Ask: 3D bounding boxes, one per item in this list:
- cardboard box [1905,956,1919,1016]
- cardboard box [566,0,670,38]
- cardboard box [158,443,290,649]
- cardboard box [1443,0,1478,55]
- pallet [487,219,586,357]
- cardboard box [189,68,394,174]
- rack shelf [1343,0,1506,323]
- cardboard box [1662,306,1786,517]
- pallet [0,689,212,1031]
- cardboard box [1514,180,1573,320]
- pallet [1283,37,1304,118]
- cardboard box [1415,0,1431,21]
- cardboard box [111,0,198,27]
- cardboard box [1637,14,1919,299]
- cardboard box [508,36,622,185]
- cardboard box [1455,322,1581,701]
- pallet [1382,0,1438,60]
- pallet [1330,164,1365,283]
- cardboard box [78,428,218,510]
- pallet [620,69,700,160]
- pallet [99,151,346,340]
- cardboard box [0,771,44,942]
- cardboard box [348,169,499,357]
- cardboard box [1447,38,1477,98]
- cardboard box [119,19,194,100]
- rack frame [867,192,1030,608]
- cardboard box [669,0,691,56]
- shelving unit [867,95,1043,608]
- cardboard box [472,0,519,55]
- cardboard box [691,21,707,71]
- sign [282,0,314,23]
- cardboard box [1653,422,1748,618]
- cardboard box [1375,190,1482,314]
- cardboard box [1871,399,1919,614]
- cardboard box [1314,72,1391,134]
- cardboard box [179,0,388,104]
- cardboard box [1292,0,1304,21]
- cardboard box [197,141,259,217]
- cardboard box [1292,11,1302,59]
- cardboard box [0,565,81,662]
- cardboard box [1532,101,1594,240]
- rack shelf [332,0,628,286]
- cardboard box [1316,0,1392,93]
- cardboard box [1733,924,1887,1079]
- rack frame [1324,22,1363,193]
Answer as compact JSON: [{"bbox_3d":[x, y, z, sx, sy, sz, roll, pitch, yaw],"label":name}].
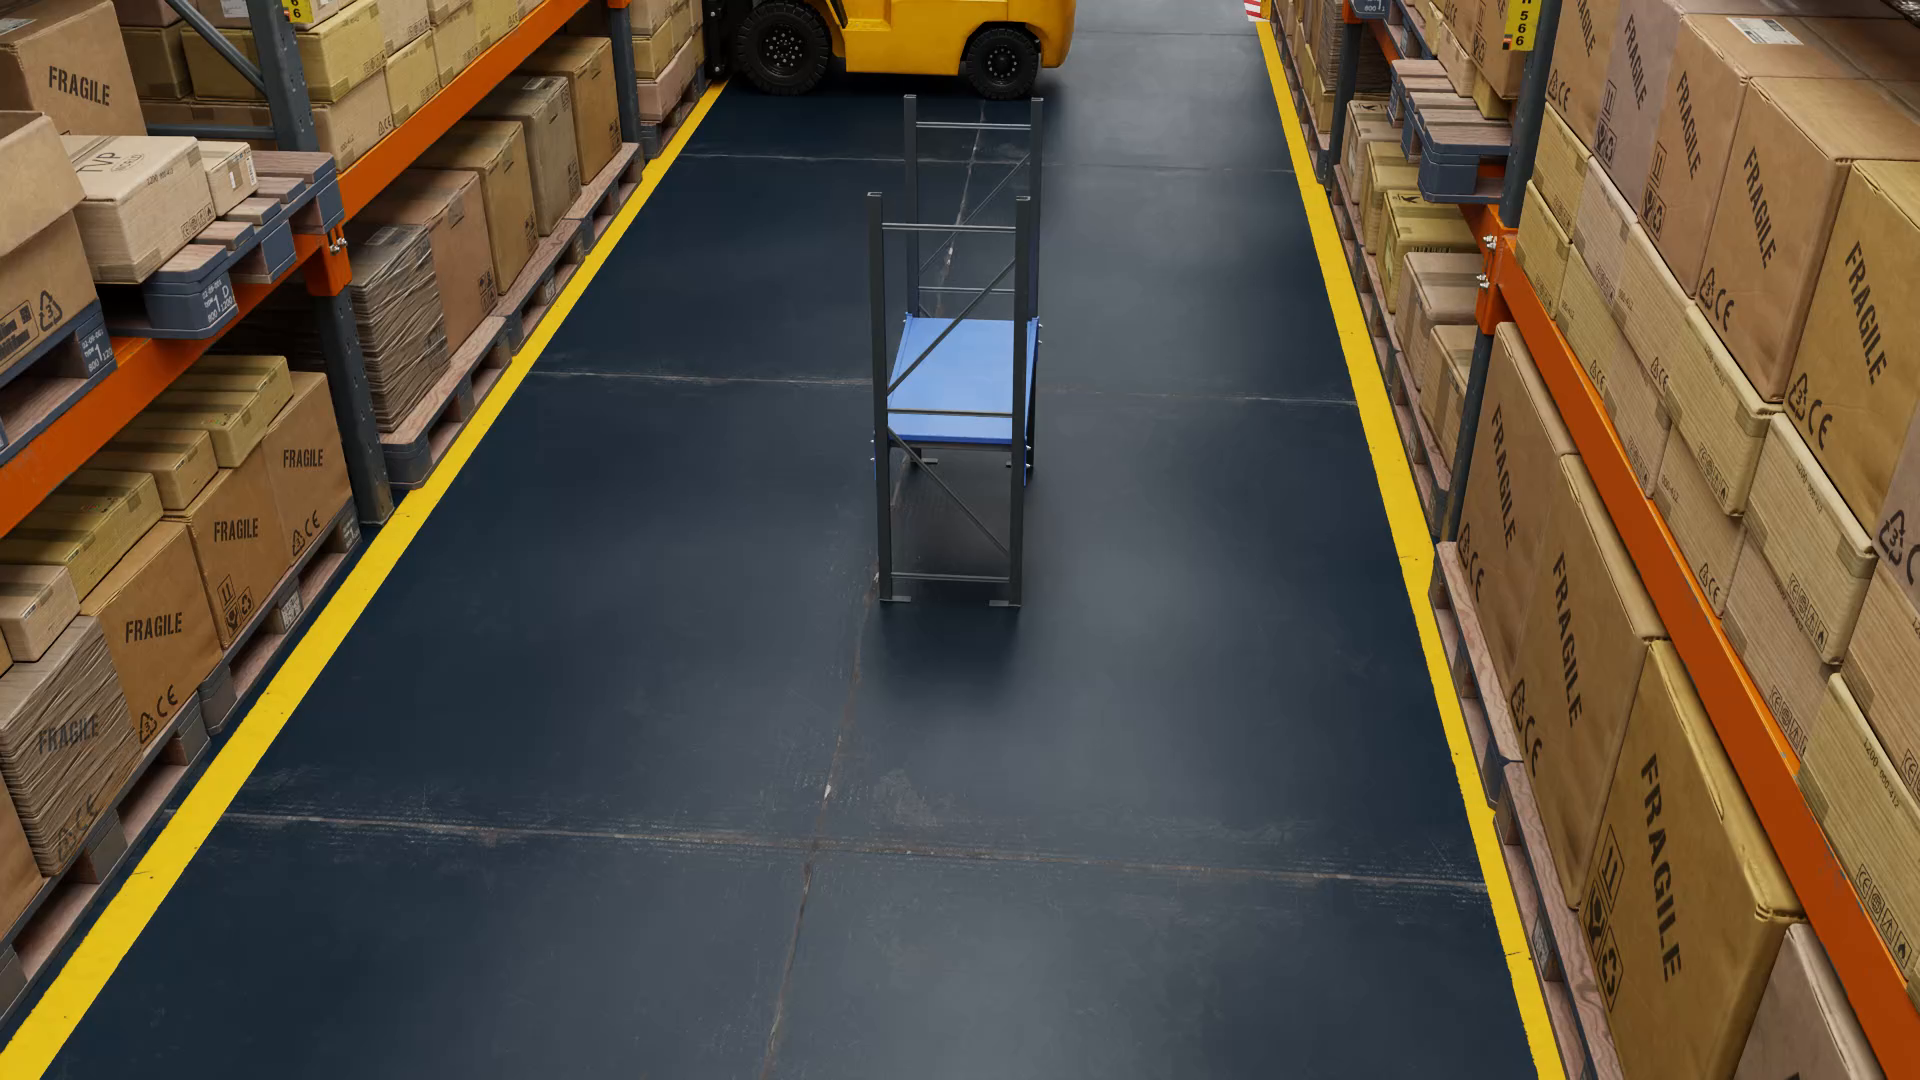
[{"bbox_3d":[1.720,0.742,2.331,0.500,0.250,0.500,2,32,3],"label":"cardboard box"},{"bbox_3d":[-2.010,-3.144,9.760,0.500,0.250,0.500,2,32,3],"label":"cardboard box"},{"bbox_3d":[-2.559,-0.002,5.376,0.500,0.500,0.500,2,32,3],"label":"cardboard box"},{"bbox_3d":[2.051,-2.037,5.917,0.500,0.500,0.500,2,32,3],"label":"cardboard box"},{"bbox_3d":[-2.480,-1.257,8.088,1.003,0.211,1.213,2,32,4],"label":"pallet"},{"bbox_3d":[-2.408,-1.536,6.027,0.500,0.250,0.500,3,32,4],"label":"cardboard box"},{"bbox_3d":[2.423,-1.908,7.173,1.077,0.370,4.000,2,32,4],"label":"rack shelf"},{"bbox_3d":[1.822,-0.268,3.493,0.500,0.250,0.500,3,32,5],"label":"cardboard box"},{"bbox_3d":[-2.888,0.833,4.696,1.003,0.211,1.213,2,32,4],"label":"pallet"},{"bbox_3d":[1.969,-0.860,4.929,0.500,0.250,0.500,2,32,3],"label":"cardboard box"},{"bbox_3d":[2.702,-3.065,11.023,1.003,0.211,1.213,2,32,4],"label":"pallet"},{"bbox_3d":[2.099,-2.235,6.858,0.380,0.149,0.250,1,32,2],"label":"cardboard box"},{"bbox_3d":[-2.863,-1.876,5.722,0.380,0.149,0.250,3,32,6],"label":"cardboard box"},{"bbox_3d":[1.888,-0.860,3.738,0.500,0.500,0.500,3,32,5],"label":"cardboard box"},{"bbox_3d":[-2.393,-2.365,9.091,0.875,0.625,0.625,4,32,6],"label":"cardboard box"},{"bbox_3d":[2.121,-0.085,5.154,0.875,0.875,0.875,2,32,4],"label":"cardboard box"},{"bbox_3d":[2.380,-2.124,7.020,1.003,0.211,1.213,2,32,4],"label":"pallet"},{"bbox_3d":[2.524,-1.666,8.752,1.003,0.211,1.213,2,32,4],"label":"pallet"},{"bbox_3d":[-2.532,-0.221,5.113,0.380,0.149,0.250,1,32,2],"label":"cardboard box"},{"bbox_3d":[-2.255,-2.697,10.425,1.003,0.211,1.213,2,32,4],"label":"pallet"},{"bbox_3d":[-2.673,-0.940,5.098,1.213,0.211,1.003,2,32,4],"label":"pallet"},{"bbox_3d":[-2.671,0.815,4.050,0.500,0.500,0.500,2,32,3],"label":"cardboard box"},{"bbox_3d":[-2.578,-1.214,7.224,0.875,0.625,0.625,3,32,6],"label":"cardboard box"},{"bbox_3d":[1.978,-1.699,5.987,0.380,0.149,0.250,2,32,4],"label":"cardboard box"},{"bbox_3d":[-2.928,-1.774,5.937,0.500,0.250,0.500,3,32,5],"label":"cardboard box"},{"bbox_3d":[-0.034,-0.417,5.498,0.500,1.500,0.032,2,32,4],"label":"rack frame"},{"bbox_3d":[-1.976,-3.195,10.319,0.500,0.250,0.500,2,32,4],"label":"cardboard box"},{"bbox_3d":[0.007,-0.683,5.929,0.538,1.500,1.048,2,32,4],"label":"shelving unit"},{"bbox_3d":[-2.283,-2.340,7.331,0.500,0.250,0.500,3,32,6],"label":"cardboard box"},{"bbox_3d":[-1.940,-3.253,10.890,0.500,0.250,0.500,3,32,5],"label":"cardboard box"},{"bbox_3d":[-2.146,-1.820,5.315,0.100,0.325,0.005,2,32,4],"label":"sign"},{"bbox_3d":[1.860,-0.058,3.628,0.500,0.250,0.500,2,32,4],"label":"cardboard box"},{"bbox_3d":[2.435,-1.306,7.615,0.950,0.372,0.625,3,32,6],"label":"cardboard box"},{"bbox_3d":[1.755,-0.060,2.441,0.500,0.500,0.500,3,32,5],"label":"cardboard box"},{"bbox_3d":[2.366,-2.589,9.813,0.500,0.250,0.500,4,32,6],"label":"cardboard box"},{"bbox_3d":[-2.383,-1.748,5.894,0.500,0.250,0.500,2,32,4],"label":"cardboard box"},{"bbox_3d":[2.481,-3.721,10.935,0.500,0.500,0.500,3,32,5],"label":"cardboard box"},{"bbox_3d":[-2.359,-1.091,5.000,0.380,0.149,0.250,3,32,5],"label":"cardboard box"},{"bbox_3d":[2.489,-3.398,11.125,0.500,0.250,0.500,5,32,7],"label":"cardboard box"},{"bbox_3d":[-2.611,0.192,4.444,0.380,0.149,0.250,1,32,2],"label":"cardboard box"},{"bbox_3d":[1.973,-1.063,4.783,0.500,0.250,0.500,2,32,4],"label":"cardboard box"},{"bbox_3d":[-2.525,-2.118,7.514,1.077,0.370,4.000,2,32,4],"label":"rack shelf"},{"bbox_3d":[2.366,-2.908,9.616,0.500,0.500,0.500,2,32,3],"label":"cardboard box"},{"bbox_3d":[1.905,1.321,2.872,0.875,0.875,0.875,3,32,6],"label":"cardboard box"},{"bbox_3d":[2.586,-3.260,8.681,1.000,3.000,0.127,2,32,4],"label":"rack frame"}]
